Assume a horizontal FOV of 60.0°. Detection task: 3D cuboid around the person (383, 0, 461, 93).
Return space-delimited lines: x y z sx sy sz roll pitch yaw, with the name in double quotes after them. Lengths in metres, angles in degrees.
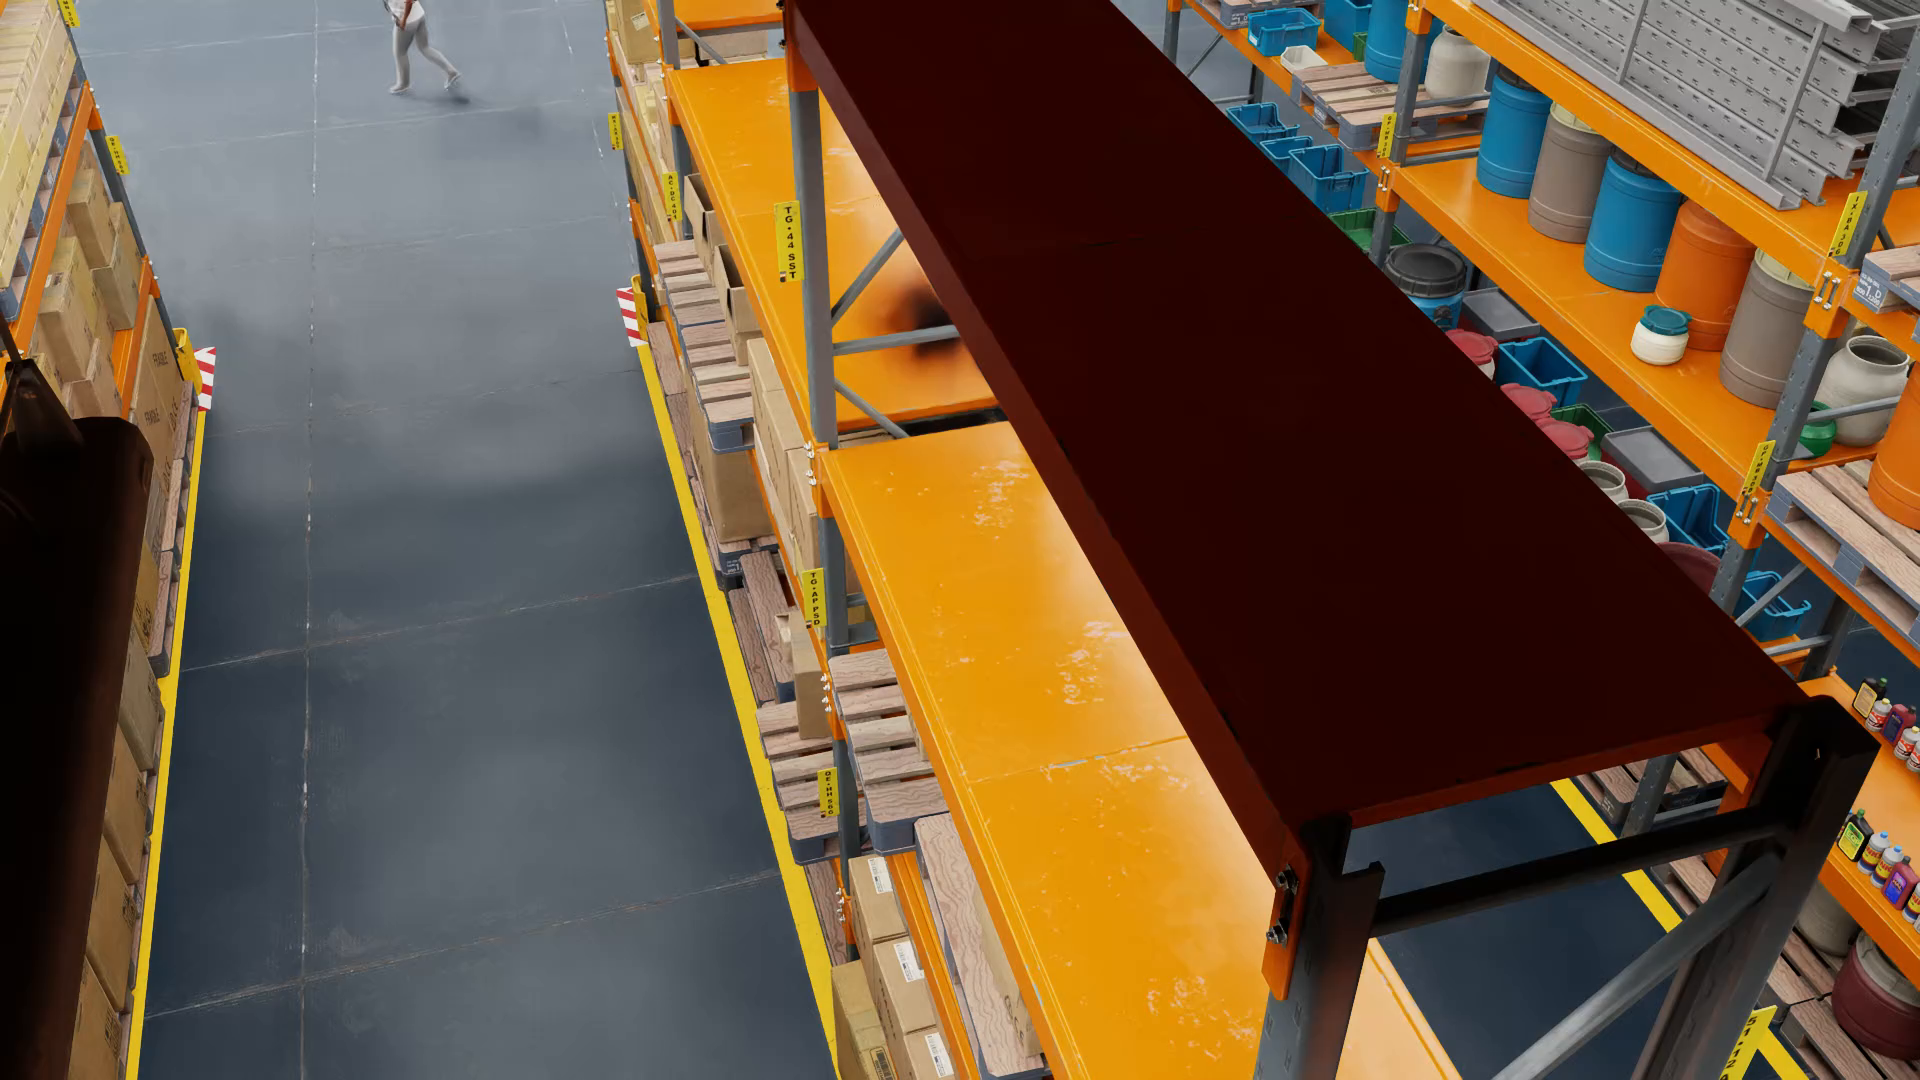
-6.238 -5.877 18.844 0.855 1.702 0.604 8 39 10 "person"
